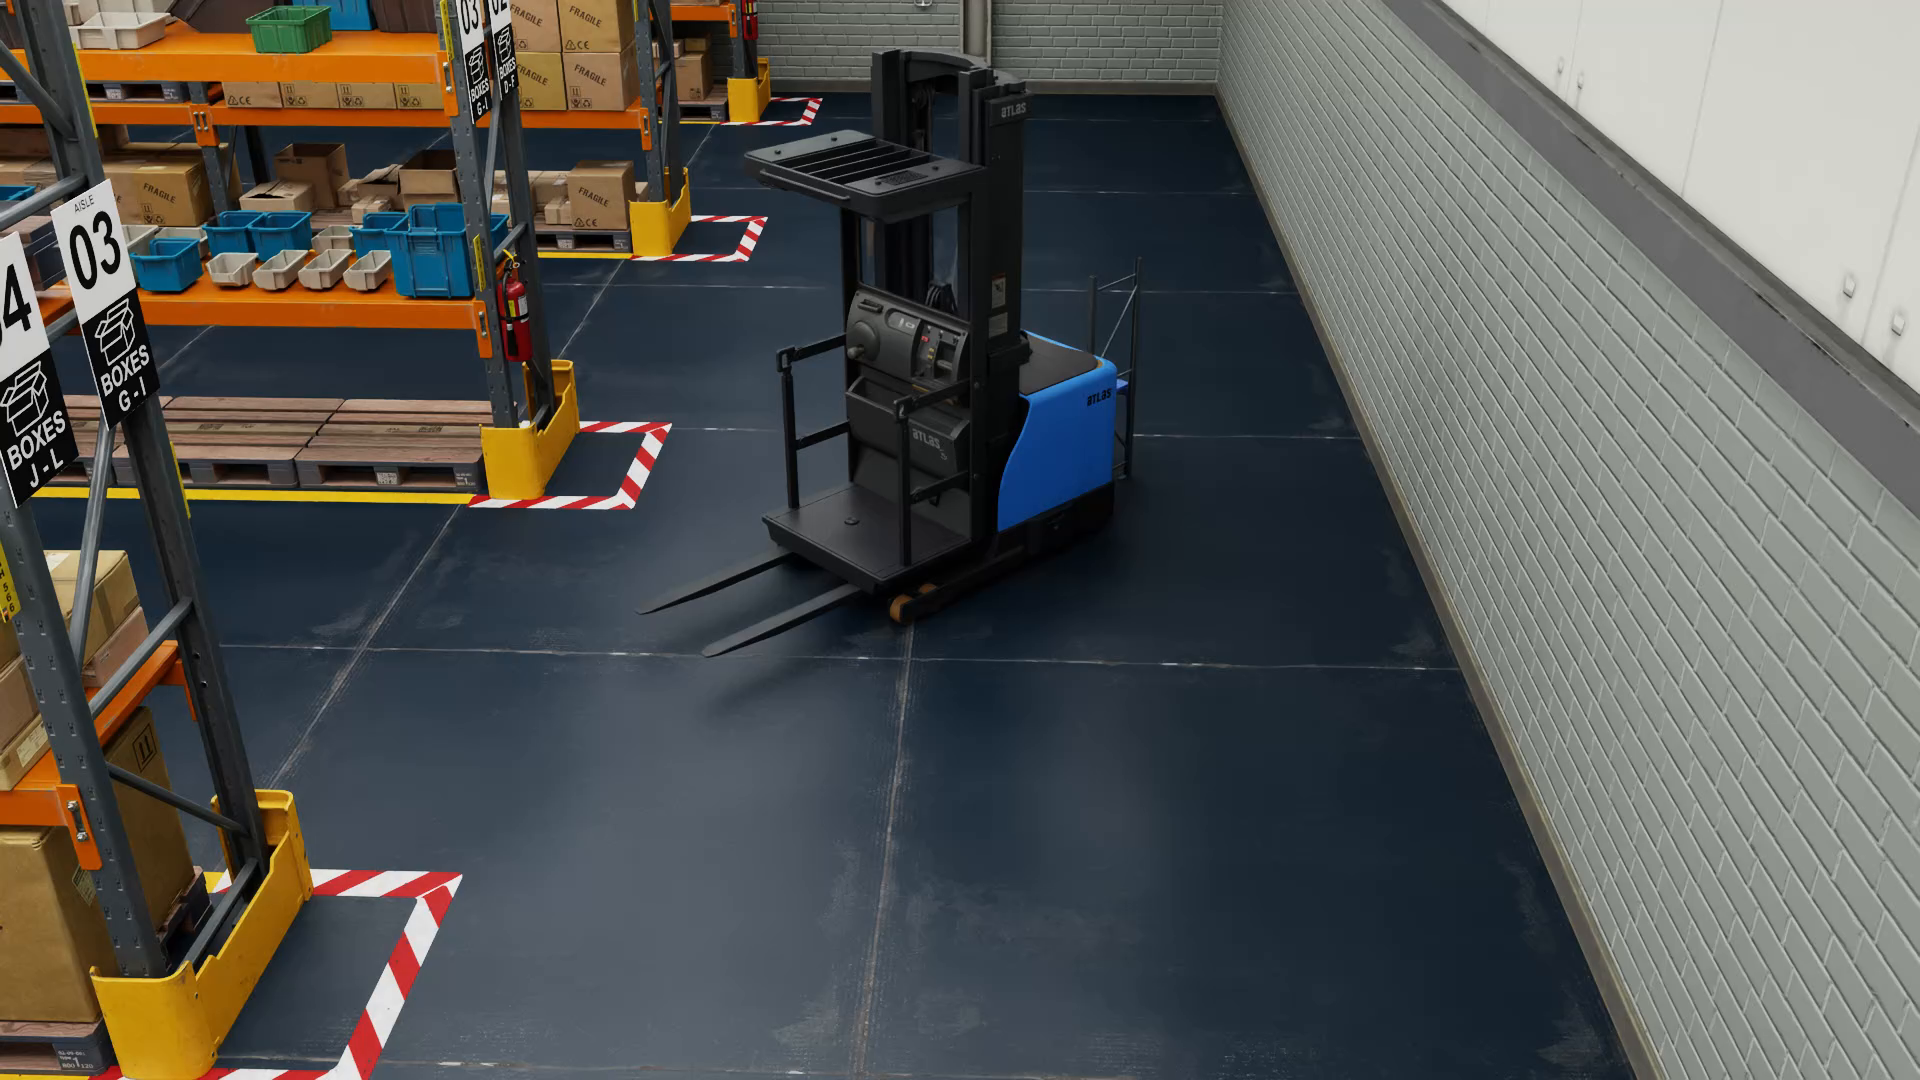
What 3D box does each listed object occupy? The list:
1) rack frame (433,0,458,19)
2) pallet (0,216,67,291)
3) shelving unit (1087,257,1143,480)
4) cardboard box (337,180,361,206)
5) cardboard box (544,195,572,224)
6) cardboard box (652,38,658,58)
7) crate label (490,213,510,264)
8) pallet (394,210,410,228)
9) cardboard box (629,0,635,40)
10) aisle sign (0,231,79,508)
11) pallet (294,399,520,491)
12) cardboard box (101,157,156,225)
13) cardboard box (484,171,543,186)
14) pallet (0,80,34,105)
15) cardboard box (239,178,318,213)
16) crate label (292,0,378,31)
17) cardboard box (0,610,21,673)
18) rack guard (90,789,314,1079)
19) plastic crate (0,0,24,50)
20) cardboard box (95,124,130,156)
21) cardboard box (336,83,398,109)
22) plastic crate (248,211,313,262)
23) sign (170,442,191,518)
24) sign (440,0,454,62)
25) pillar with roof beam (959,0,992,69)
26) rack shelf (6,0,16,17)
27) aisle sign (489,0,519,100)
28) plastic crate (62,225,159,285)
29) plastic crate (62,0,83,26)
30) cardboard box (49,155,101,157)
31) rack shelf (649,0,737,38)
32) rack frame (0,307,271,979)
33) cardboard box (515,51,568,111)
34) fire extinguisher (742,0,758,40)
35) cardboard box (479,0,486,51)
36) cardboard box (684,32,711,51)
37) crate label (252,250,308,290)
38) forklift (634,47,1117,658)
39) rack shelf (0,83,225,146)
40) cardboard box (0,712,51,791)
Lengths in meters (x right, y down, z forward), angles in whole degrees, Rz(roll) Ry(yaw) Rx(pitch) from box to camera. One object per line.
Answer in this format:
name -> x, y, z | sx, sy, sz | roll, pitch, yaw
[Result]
rack frame -> -2.889, -4.504, 9.138 | 0.127, 3.000, 1.000 | 1, 28, 2
pallet -> -3.805, -0.828, 5.502 | 1.213, 0.211, 1.003 | 1, 28, 2
shelving unit -> 0.582, -1.171, 10.858 | 1.048, 1.500, 0.538 | 23, 35, 36
cardboard box -> -5.751, -3.318, 15.881 | 0.250, 0.149, 0.380 | 1, 28, 2
cardboard box -> -3.664, -3.057, 15.369 | 0.250, 0.166, 0.380 | 1, 28, 2
cardboard box -> -3.632, -5.744, 19.410 | 0.250, 0.149, 0.380 | 2, 28, 3
crate label -> -3.124, -1.964, 10.867 | 0.303, 0.233, 0.416 | 1, 28, 2
pallet -> -4.799, -2.975, 15.637 | 1.213, 0.211, 1.003 | 1, 28, 2
cardboard box -> -3.144, -4.788, 14.906 | 0.500, 0.500, 0.500 | 2, 28, 3
aisle sign -> -3.002, -0.542, 5.294 | 0.004, 0.787, 0.394 | 1, 28, 2
pallet -> -3.712, -0.653, 11.257 | 1.213, 0.211, 1.003 | 1, 28, 2
cardboard box -> -7.705, -3.214, 15.309 | 0.500, 0.500, 0.500 | 1, 28, 2
cardboard box -> -4.243, -3.310, 15.757 | 0.500, 0.250, 0.500 | 1, 28, 2
pallet -> -8.762, -4.189, 15.155 | 1.213, 0.211, 1.003 | 1, 28, 2
cardboard box -> -6.296, -3.136, 15.364 | 0.500, 0.311, 0.500 | 1, 28, 2
crate label -> -3.799, -3.279, 10.190 | 0.502, 0.251, 0.408 | 1, 28, 2
cardboard box -> -3.560, 0.184, 5.743 | 0.500, 0.500, 0.500 | 1, 28, 2
rack guard -> -3.040, 1.570, 6.755 | 0.348, 0.500, 1.175 | 1, 28, 2
plastic crate -> -5.655, -3.038, 9.715 | 0.590, 0.269, 0.497 | 1, 28, 2
cardboard box -> -8.182, -3.798, 15.610 | 0.500, 0.250, 0.500 | 1, 28, 2
cardboard box -> -5.196, -4.130, 14.731 | 0.500, 0.500, 0.500 | 1, 28, 2
plastic crate -> -4.440, -1.986, 10.908 | 0.300, 0.233, 0.416 | 1, 28, 2
sign -> -3.038, -0.212, 6.439 | 0.005, 0.325, 0.100 | 1, 28, 2
sign -> -2.892, -2.875, 9.379 | 0.005, 0.325, 0.100 | 1, 28, 2
pillar with roof beam -> 0.038, -7.486, 14.765 | 0.400, 9.000, 9.100 | 1, 28, 2
rack shelf -> -5.062, -1.724, 5.090 | 4.000, 0.370, 1.077 | 1, 28, 2
aisle sign -> -2.806, -3.140, 10.195 | 0.004, 0.787, 0.394 | 1, 28, 2
plastic crate -> -5.367, -1.782, 10.472 | 0.530, 0.282, 0.437 | 1, 28, 2
plastic crate -> -5.602, -3.285, 10.324 | 0.466, 0.136, 0.293 | 1, 28, 2
cardboard box -> -8.215, -3.465, 15.784 | 0.500, 0.500, 0.500 | 1, 28, 2
rack shelf -> -4.538, -6.206, 19.522 | 4.000, 0.370, 1.077 | 1, 28, 2
rack frame -> -3.064, 0.465, 6.170 | 0.127, 3.000, 1.000 | 1, 28, 2
cardboard box -> -3.686, -4.103, 14.680 | 0.500, 0.500, 0.500 | 1, 28, 2
fire extinguisher -> -2.405, -6.073, 18.985 | 0.183, 0.674, 0.296 | 1, 28, 2
cardboard box -> -4.188, -4.551, 14.458 | 0.500, 0.500, 0.500 | 2, 28, 3
cardboard box -> -3.110, -5.915, 19.733 | 0.250, 0.149, 0.380 | 1, 28, 2
crate label -> -4.278, -1.697, 10.466 | 0.243, 0.136, 0.396 | 1, 28, 2
forklift -> -0.452, -1.092, 9.181 | 3.031, 2.935, 1.130 | -24, 36, -38
rack shelf -> -8.707, -3.953, 15.273 | 4.000, 0.370, 1.077 | 1, 28, 2
cardboard box -> -3.431, 0.724, 5.949 | 0.250, 0.149, 0.380 | 1, 28, 3
